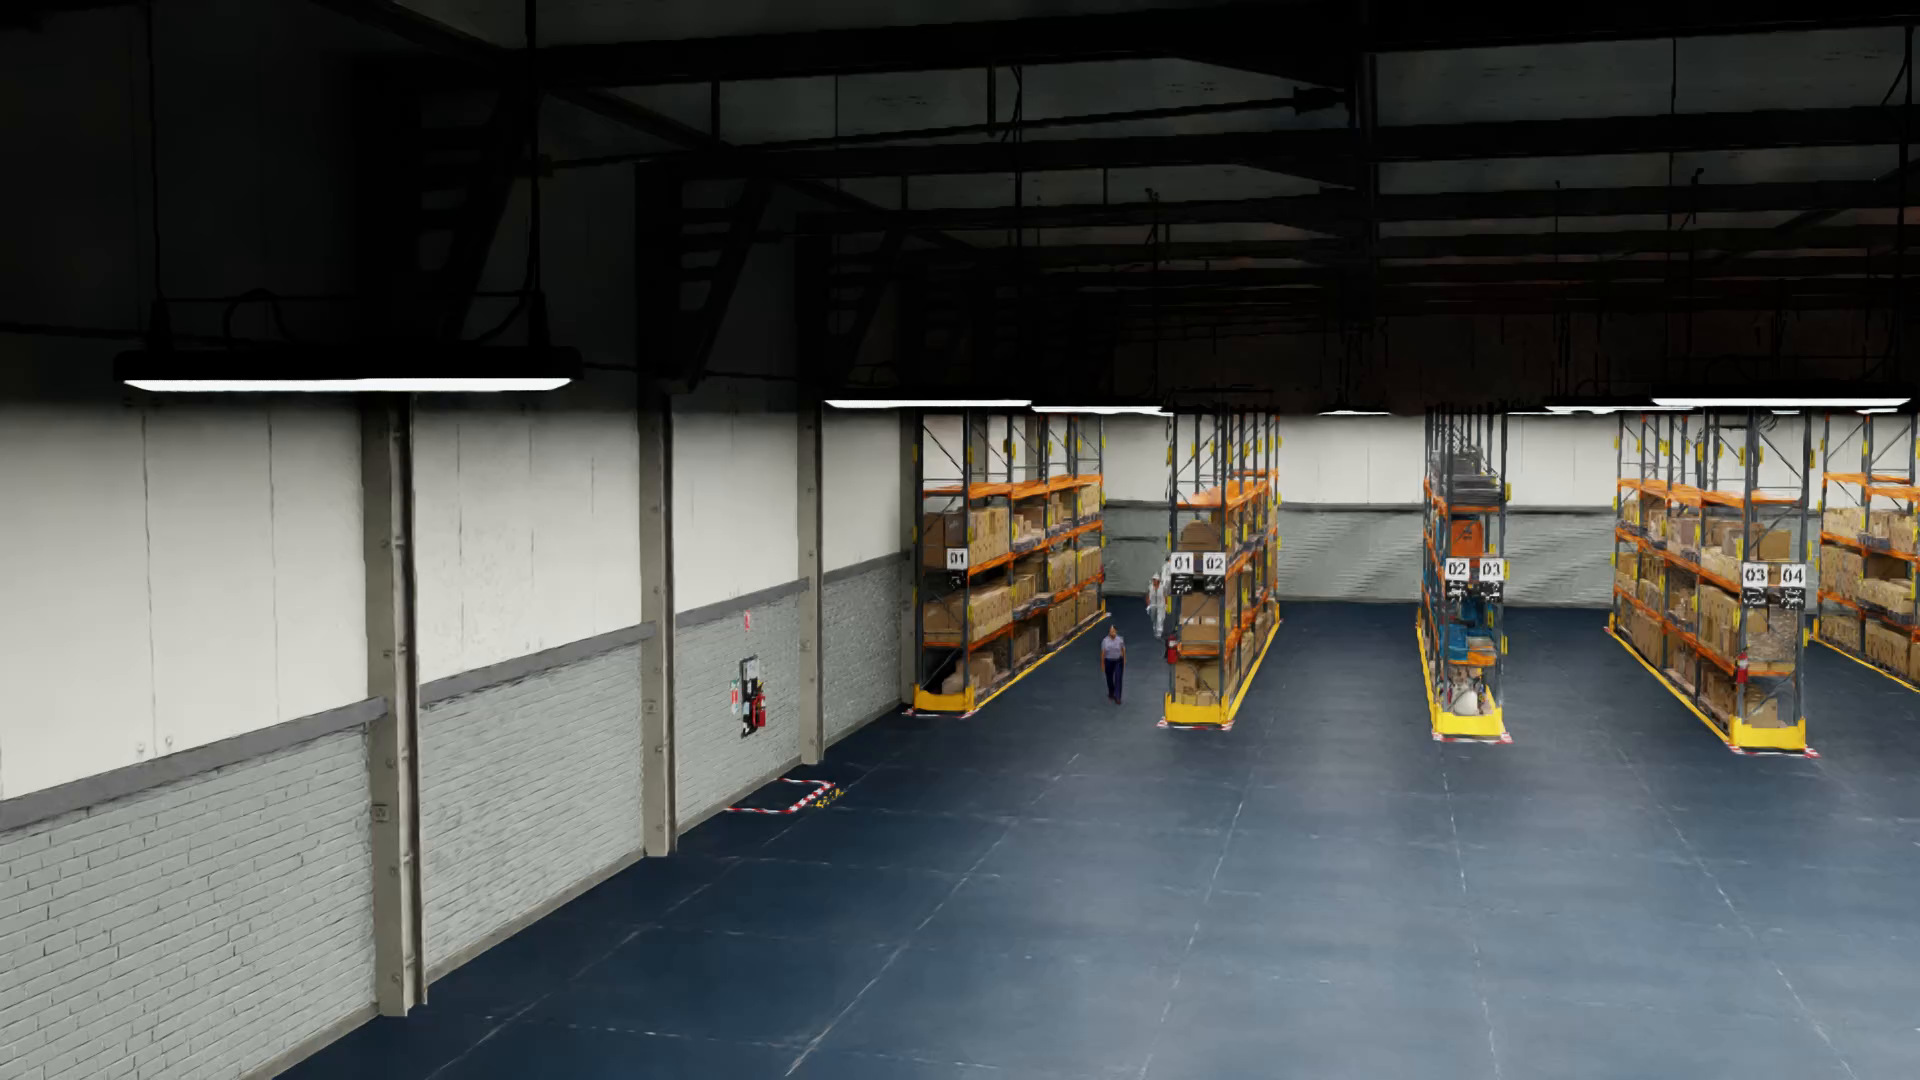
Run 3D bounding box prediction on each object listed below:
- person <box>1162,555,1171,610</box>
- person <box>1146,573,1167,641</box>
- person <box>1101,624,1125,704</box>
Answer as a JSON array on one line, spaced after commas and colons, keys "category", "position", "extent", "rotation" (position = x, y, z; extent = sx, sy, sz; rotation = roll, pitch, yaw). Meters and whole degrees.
[{"category": "person", "position": [6.077, 1.256, 49.145], "extent": [0.454, 1.659, 0.642], "rotation": [4, 6, 45]}, {"category": "person", "position": [5.045, 1.699, 42.731], "extent": [0.553, 1.709, 1.123], "rotation": [1, 4, 16]}, {"category": "person", "position": [3.063, 2.494, 33.388], "extent": [0.482, 1.494, 1.090], "rotation": [1, 4, 12]}]
